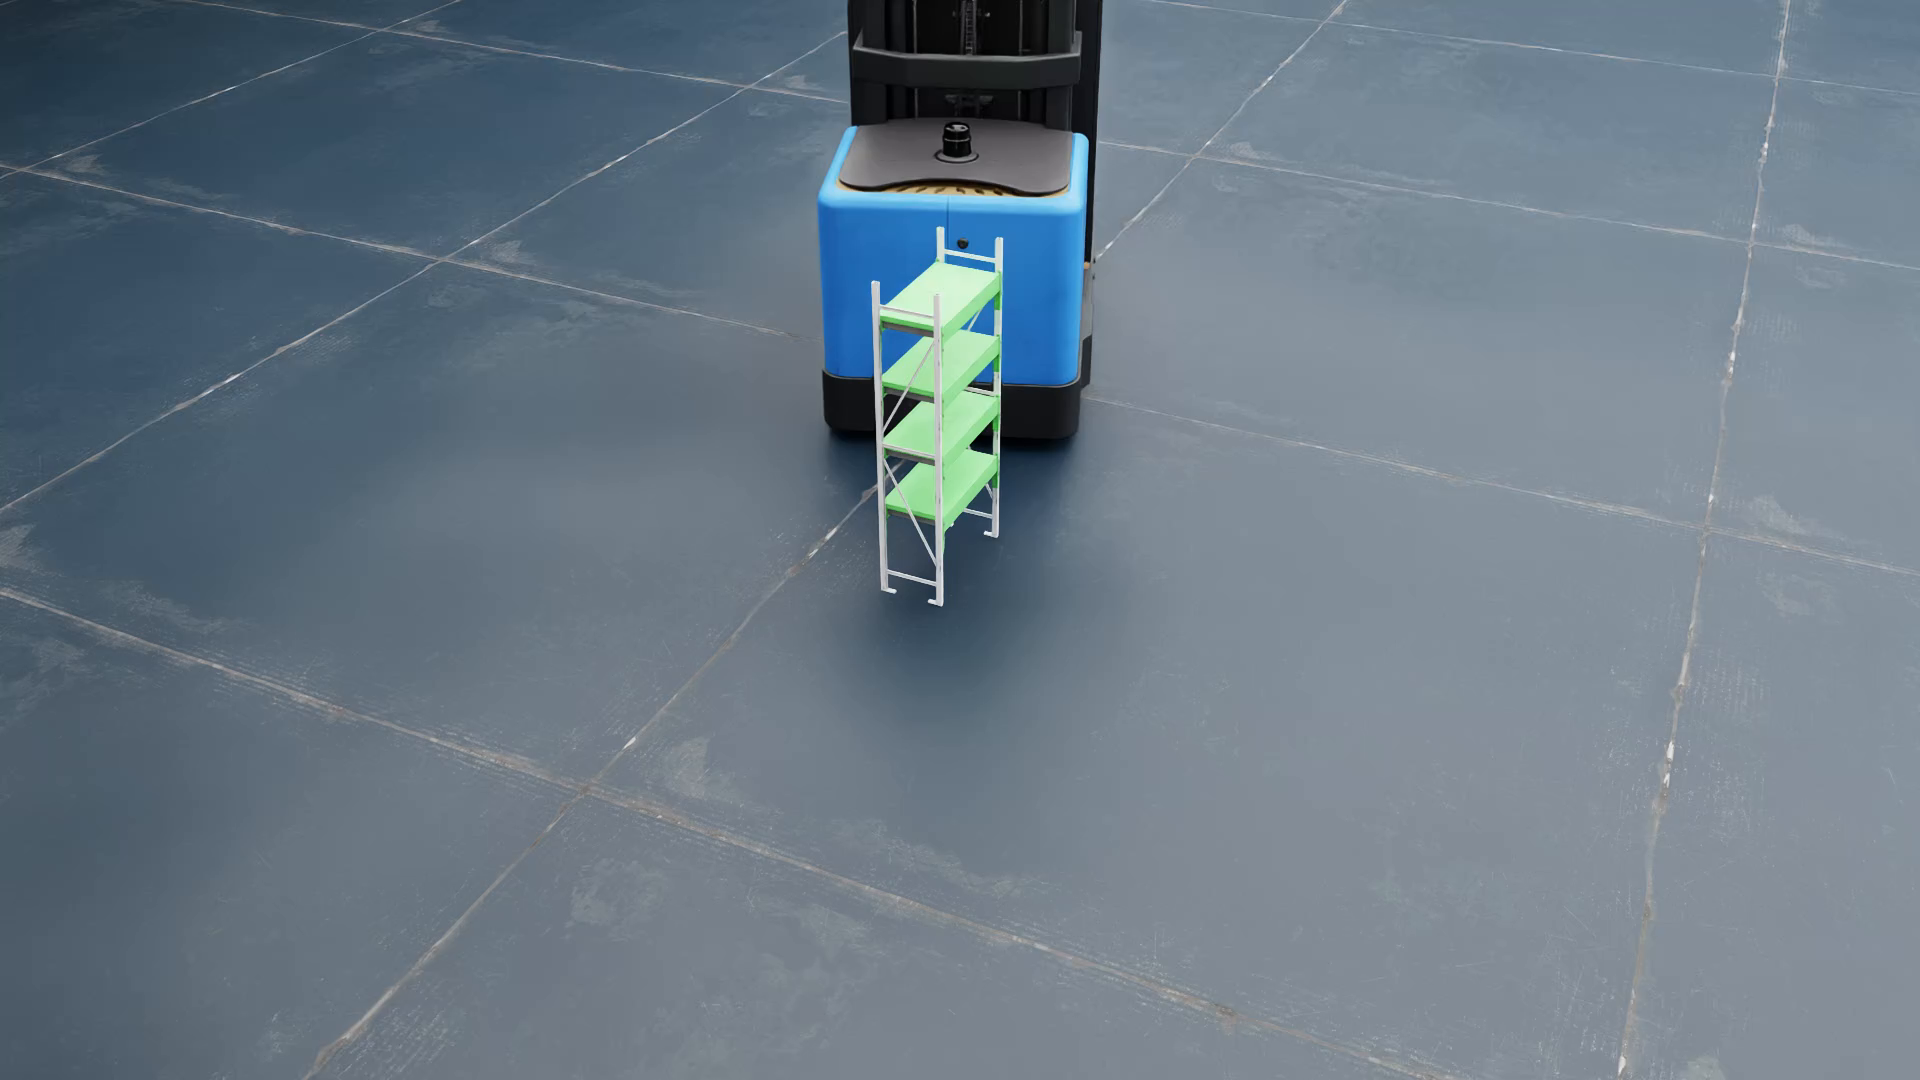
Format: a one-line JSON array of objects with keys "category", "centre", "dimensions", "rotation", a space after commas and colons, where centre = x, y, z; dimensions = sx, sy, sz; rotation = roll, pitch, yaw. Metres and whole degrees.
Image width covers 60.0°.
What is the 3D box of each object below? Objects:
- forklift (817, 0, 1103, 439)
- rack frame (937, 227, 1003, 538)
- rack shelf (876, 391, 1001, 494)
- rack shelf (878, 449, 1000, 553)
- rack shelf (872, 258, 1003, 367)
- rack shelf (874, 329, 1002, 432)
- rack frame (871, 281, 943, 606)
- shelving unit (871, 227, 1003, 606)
[{"category": "forklift", "centre": [0.086, -2.421, 7.269], "dimensions": [1.130, 2.935, 3.031], "rotation": [3, 33, 4]}, {"category": "rack frame", "centre": [0.033, -0.541, 5.981], "dimensions": [0.240, 1.200, 0.015], "rotation": [14, 36, 20]}, {"category": "rack shelf", "centre": [-0.069, -0.366, 5.830], "dimensions": [0.258, 0.148, 0.480], "rotation": [14, 36, 20]}, {"category": "rack shelf", "centre": [-0.069, -0.165, 5.962], "dimensions": [0.258, 0.148, 0.480], "rotation": [14, 36, 20]}, {"category": "rack shelf", "centre": [-0.069, -0.767, 5.567], "dimensions": [0.258, 0.148, 0.480], "rotation": [14, 36, 20]}, {"category": "rack shelf", "centre": [-0.069, -0.567, 5.699], "dimensions": [0.258, 0.148, 0.480], "rotation": [14, 36, 20]}, {"category": "rack frame", "centre": [-0.171, -0.298, 5.610], "dimensions": [0.240, 1.200, 0.015], "rotation": [14, 36, 20]}, {"category": "shelving unit", "centre": [-0.069, -0.419, 5.795], "dimensions": [0.258, 1.200, 0.503], "rotation": [14, 36, 20]}]
